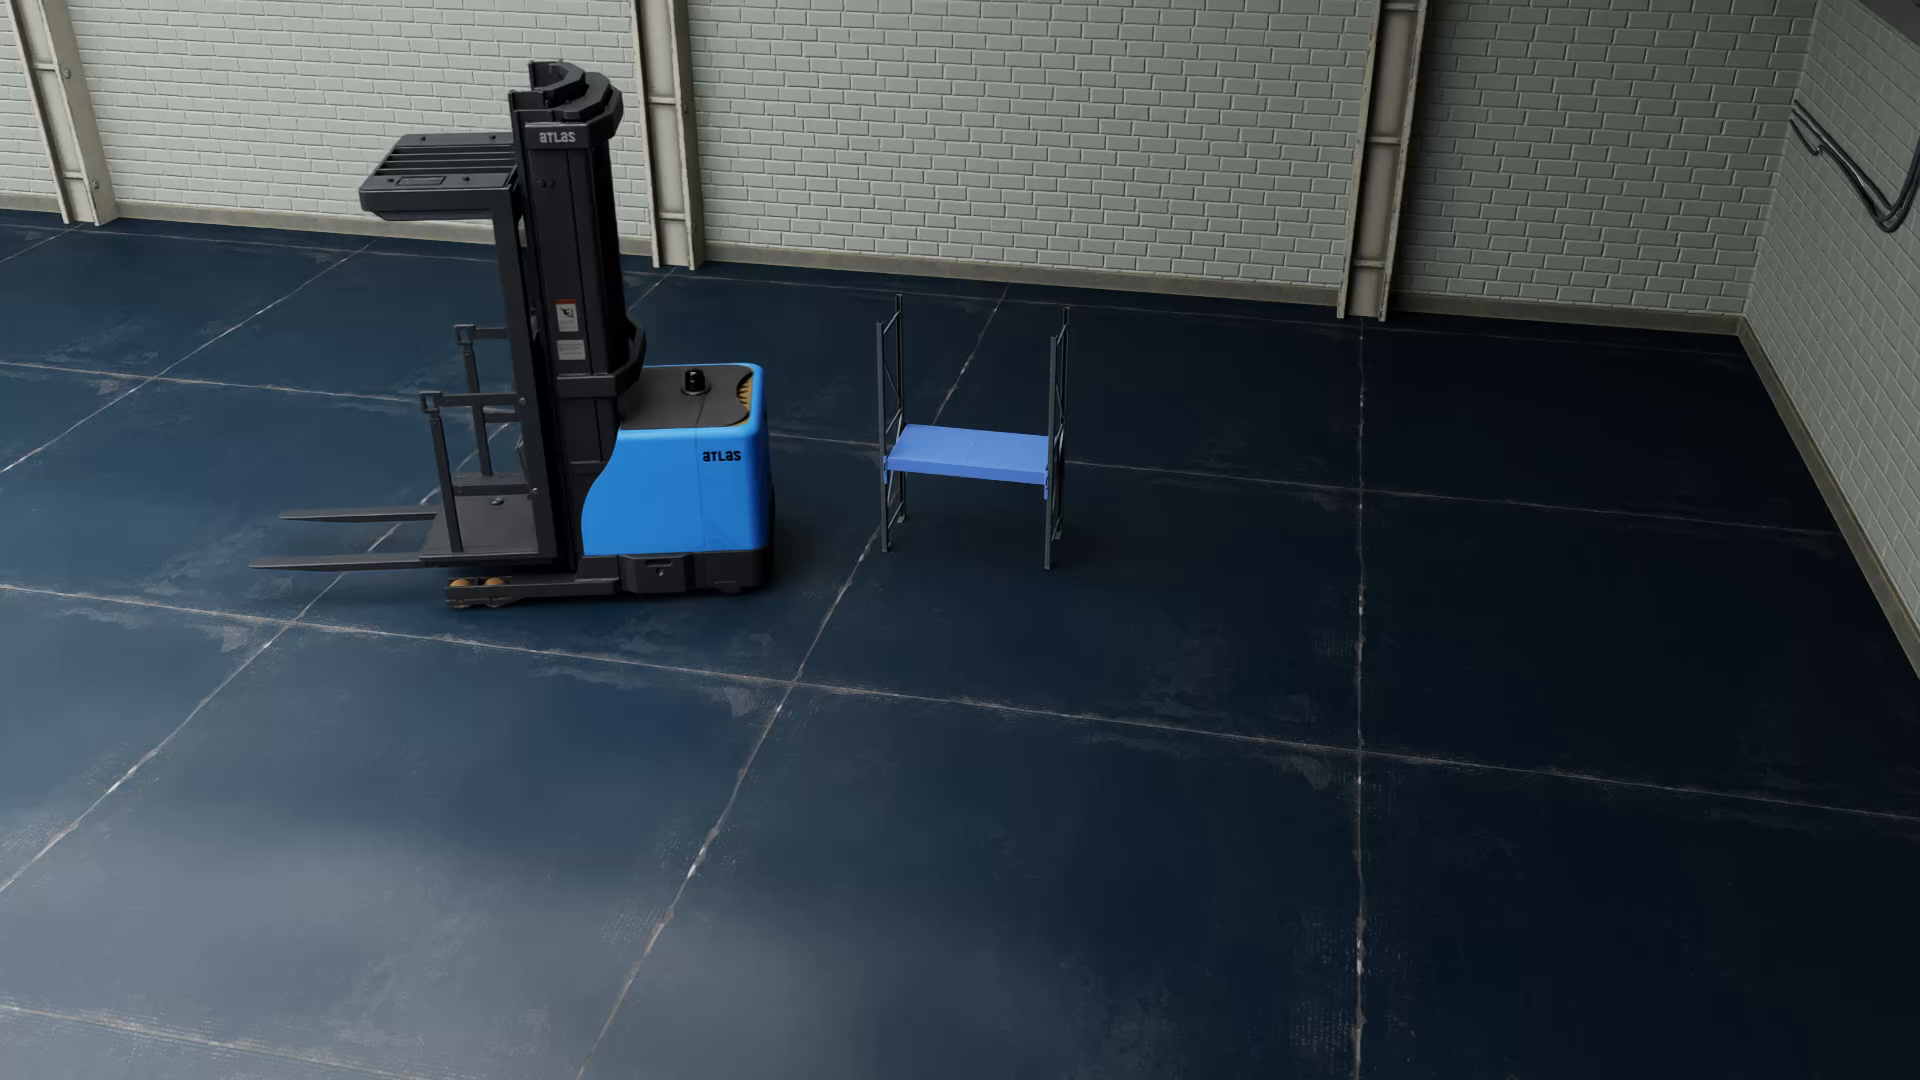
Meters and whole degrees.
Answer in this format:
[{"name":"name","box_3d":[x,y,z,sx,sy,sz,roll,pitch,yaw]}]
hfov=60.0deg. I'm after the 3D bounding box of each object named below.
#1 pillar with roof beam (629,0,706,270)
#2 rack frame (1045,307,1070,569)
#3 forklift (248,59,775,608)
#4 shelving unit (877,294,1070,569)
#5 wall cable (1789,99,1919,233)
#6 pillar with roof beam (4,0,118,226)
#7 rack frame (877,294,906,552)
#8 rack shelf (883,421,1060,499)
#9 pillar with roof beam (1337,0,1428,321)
[{"name":"pillar with roof beam","box_3d":[-3.418,-4.420,9.115,0.400,9.000,9.100,6,29,11]},{"name":"rack frame","box_3d":[0.581,-0.598,9.943,0.032,1.500,0.500,6,29,11]},{"name":"forklift","box_3d":[-2.658,-1.151,9.462,3.031,2.935,1.130,-2,29,-4]},{"name":"shelving unit","box_3d":[0.083,-0.649,10.036,1.048,1.500,0.538,6,29,11]},{"name":"wall cable","box_3d":[5.954,-3.562,10.781,0.112,2.526,3.097,6,29,11]},{"name":"pillar with roof beam","box_3d":[-9.285,-5.022,10.214,0.400,9.000,9.100,6,29,11]},{"name":"rack frame","box_3d":[-0.414,-0.700,10.129,0.032,1.500,0.500,6,29,11]},{"name":"rack shelf","box_3d":[0.083,-0.492,10.123,1.000,0.185,0.538,6,29,11]},{"name":"pillar with roof beam","box_3d":[2.450,-3.819,8.016,0.400,9.000,9.100,6,29,11]}]
